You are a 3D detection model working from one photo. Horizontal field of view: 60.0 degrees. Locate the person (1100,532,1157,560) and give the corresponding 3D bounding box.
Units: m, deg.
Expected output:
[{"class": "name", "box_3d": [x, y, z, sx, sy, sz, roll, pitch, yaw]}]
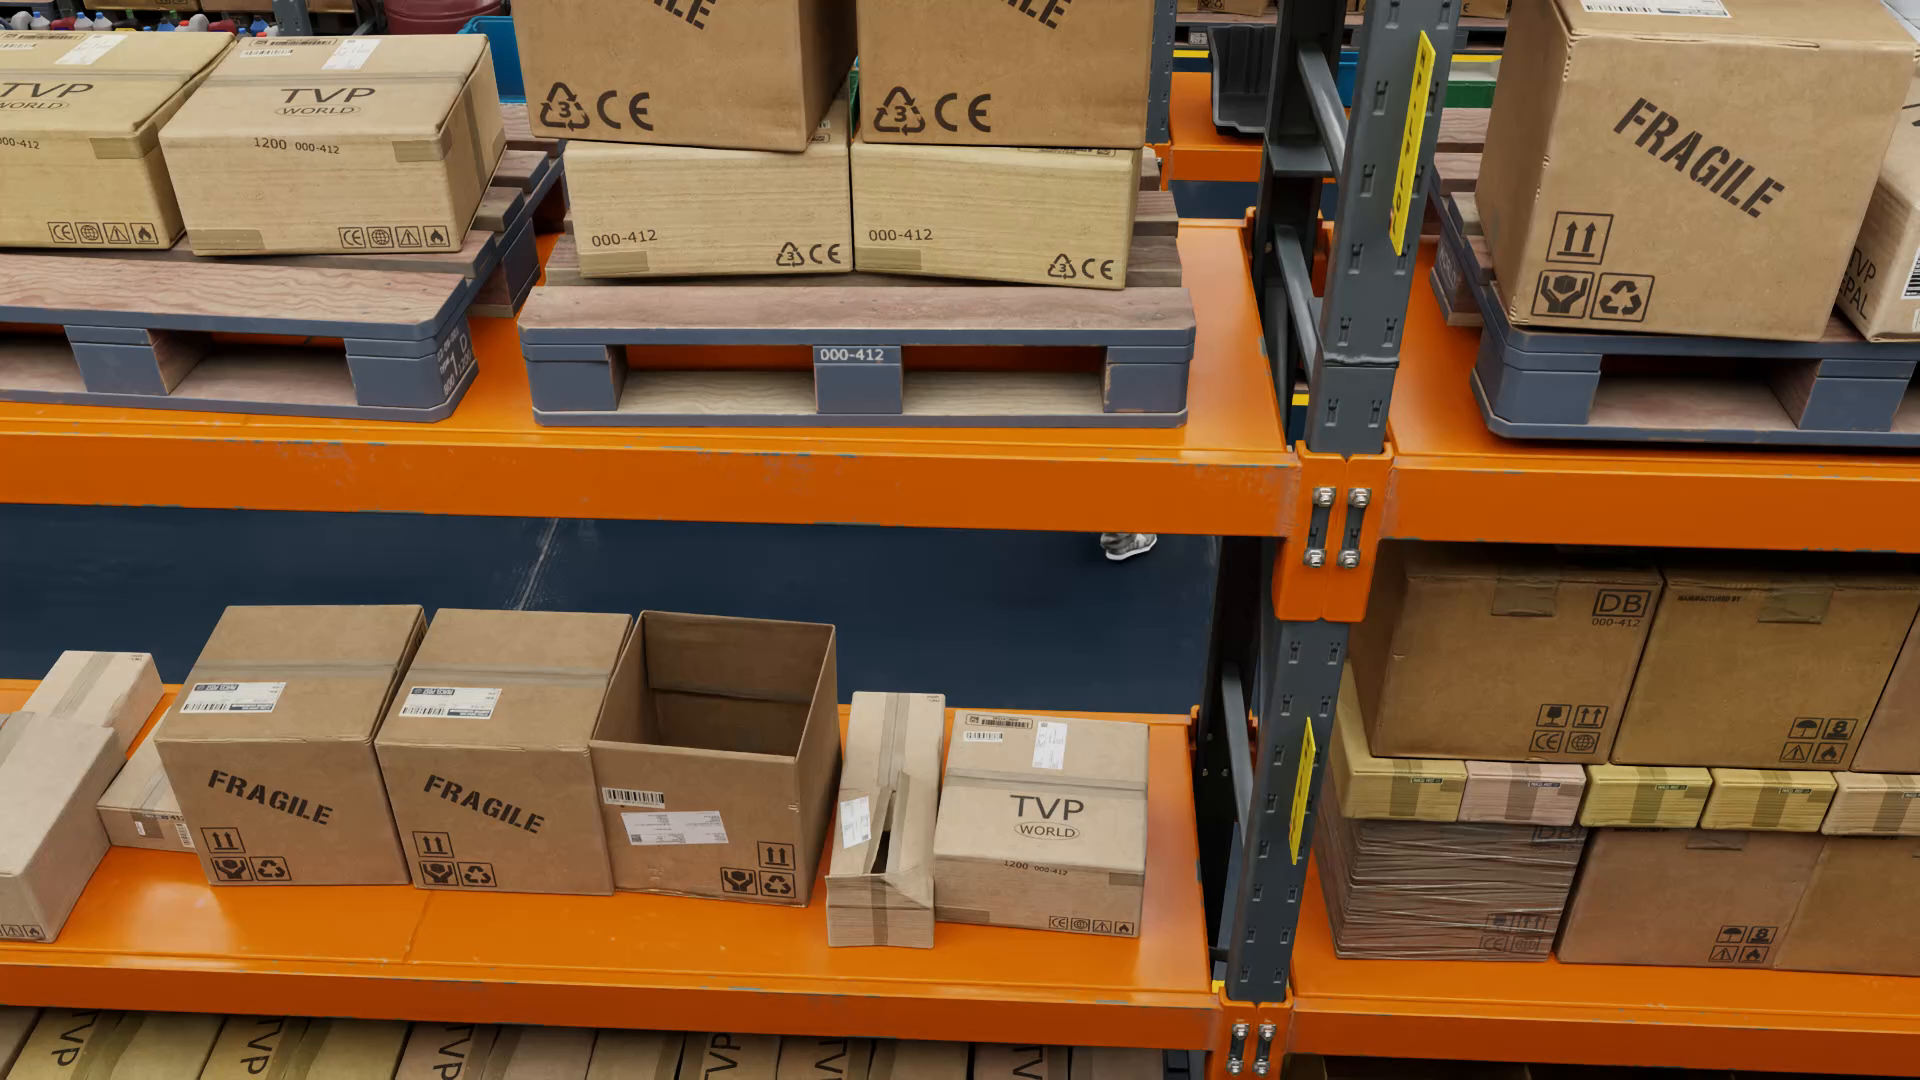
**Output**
[{"class": "person", "box_3d": [0.737, -0.618, 7.018, 0.411, 1.630, 0.457, -26, 44, -31]}]
